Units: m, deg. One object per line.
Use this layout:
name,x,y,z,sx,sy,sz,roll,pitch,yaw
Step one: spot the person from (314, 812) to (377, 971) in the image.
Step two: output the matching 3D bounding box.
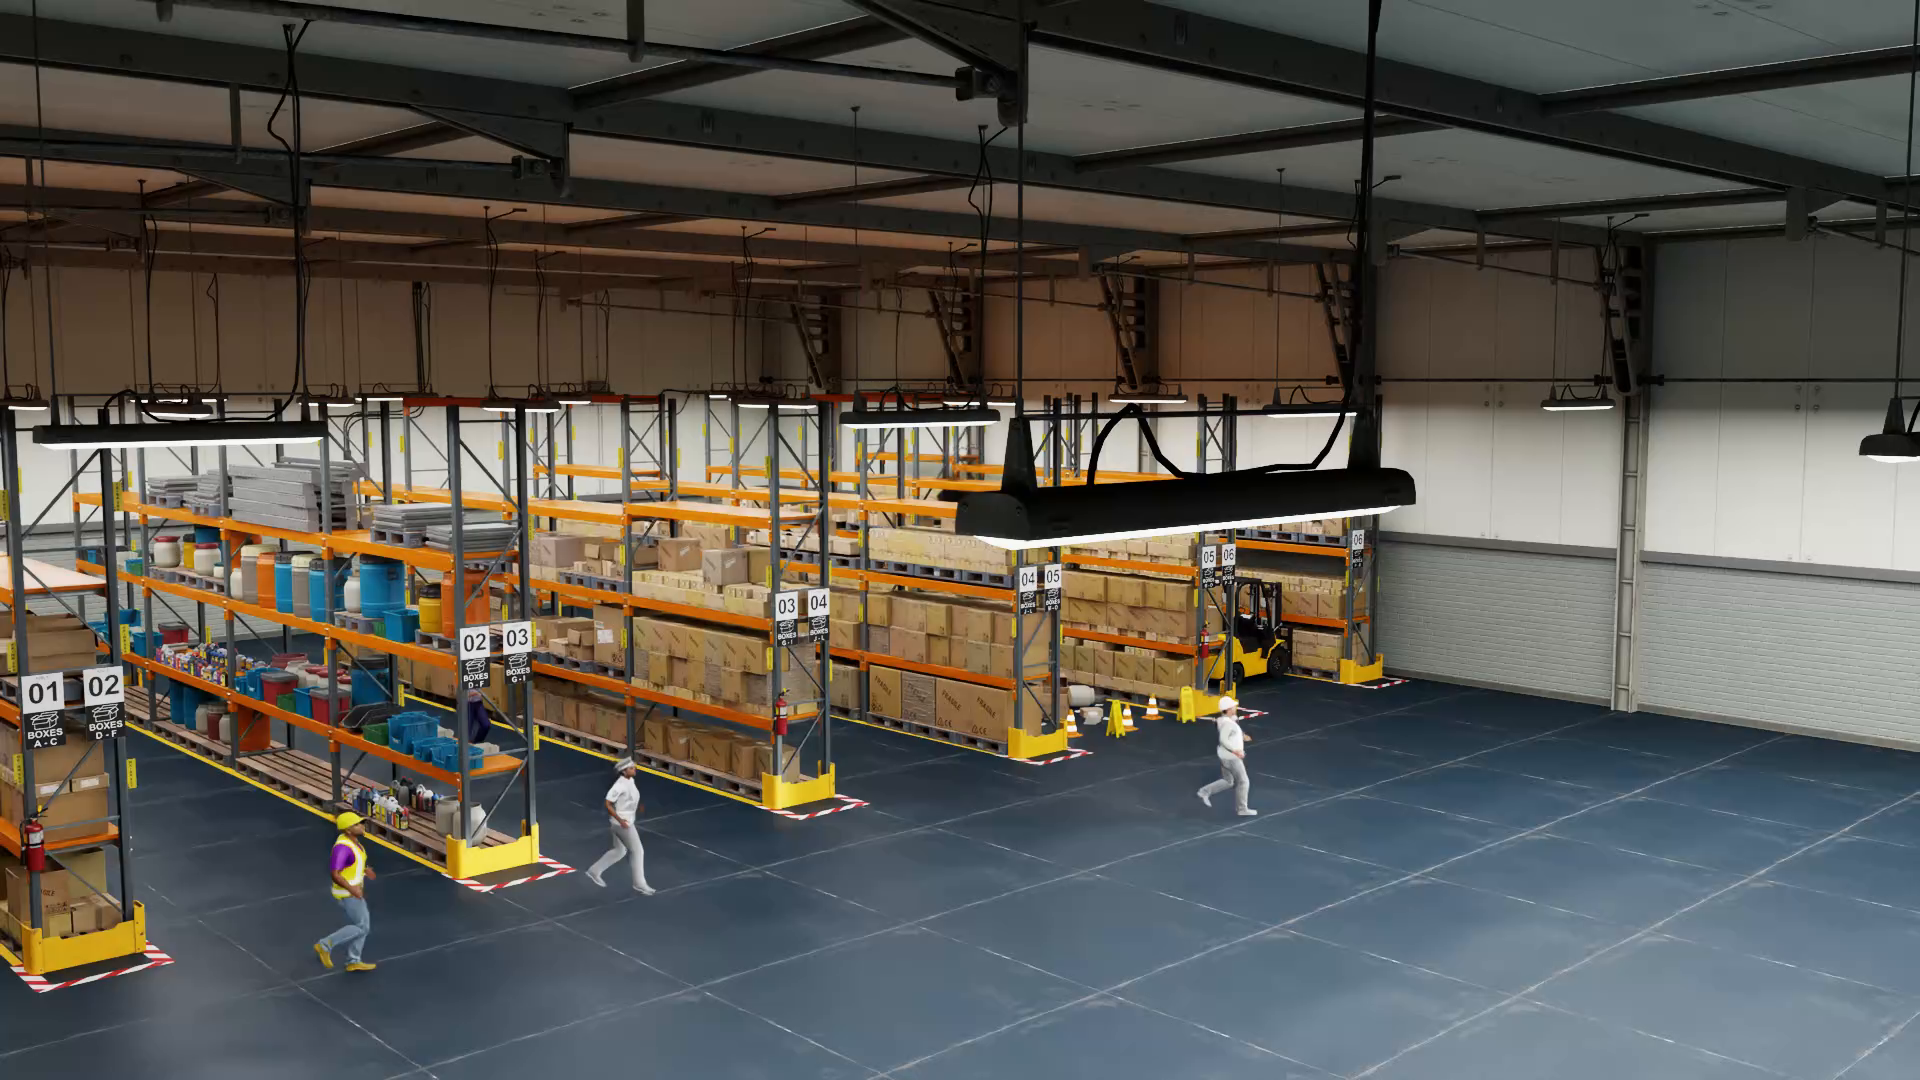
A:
person,-6.571,3.761,17.779,0.636,1.738,0.694,-2,6,-16

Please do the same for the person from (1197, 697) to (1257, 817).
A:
person,3.902,3.134,24.084,0.834,1.745,0.669,0,6,-3

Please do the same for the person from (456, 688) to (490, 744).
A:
person,-8.151,2.848,27.814,0.661,1.658,0.586,4,7,36

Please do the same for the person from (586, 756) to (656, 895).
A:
person,-4.190,3.502,20.487,0.861,1.721,0.587,-1,6,-6
